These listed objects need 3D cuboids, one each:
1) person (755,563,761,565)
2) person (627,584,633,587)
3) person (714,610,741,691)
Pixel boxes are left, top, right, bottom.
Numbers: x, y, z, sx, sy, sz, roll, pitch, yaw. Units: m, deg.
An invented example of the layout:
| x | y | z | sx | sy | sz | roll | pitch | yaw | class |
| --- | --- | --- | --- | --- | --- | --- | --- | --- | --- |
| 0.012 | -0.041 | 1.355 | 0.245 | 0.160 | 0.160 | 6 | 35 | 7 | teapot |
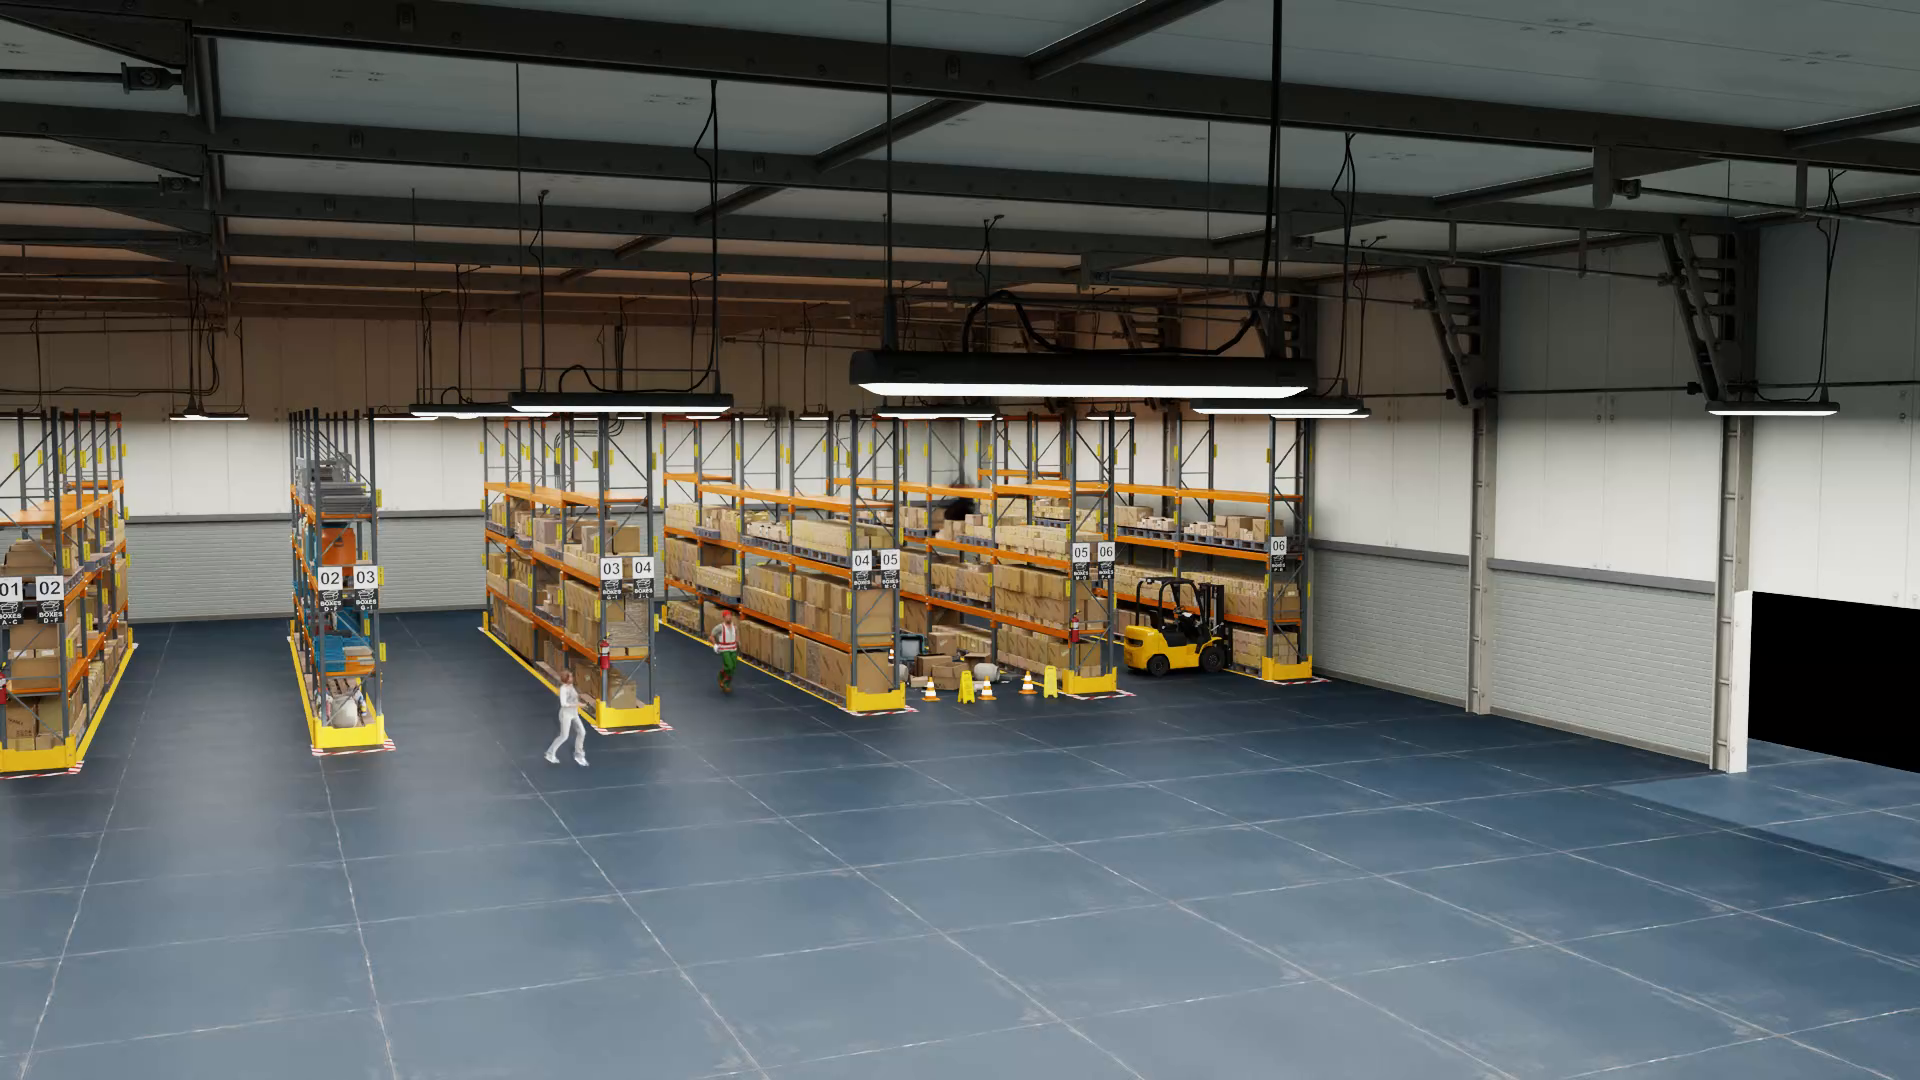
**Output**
| x | y | z | sx | sy | sz | roll | pitch | yaw | class |
| --- | --- | --- | --- | --- | --- | --- | --- | --- | --- |
| -5.798 | 1.522 | 47.685 | 0.711 | 1.730 | 0.780 | -3 | 5 | -35 | person |
| -9.153 | 1.611 | 46.123 | 0.437 | 1.823 | 0.706 | -1 | 4 | -12 | person |
| -4.951 | 2.370 | 35.356 | 0.541 | 1.740 | 0.577 | -3 | 5 | -41 | person |
